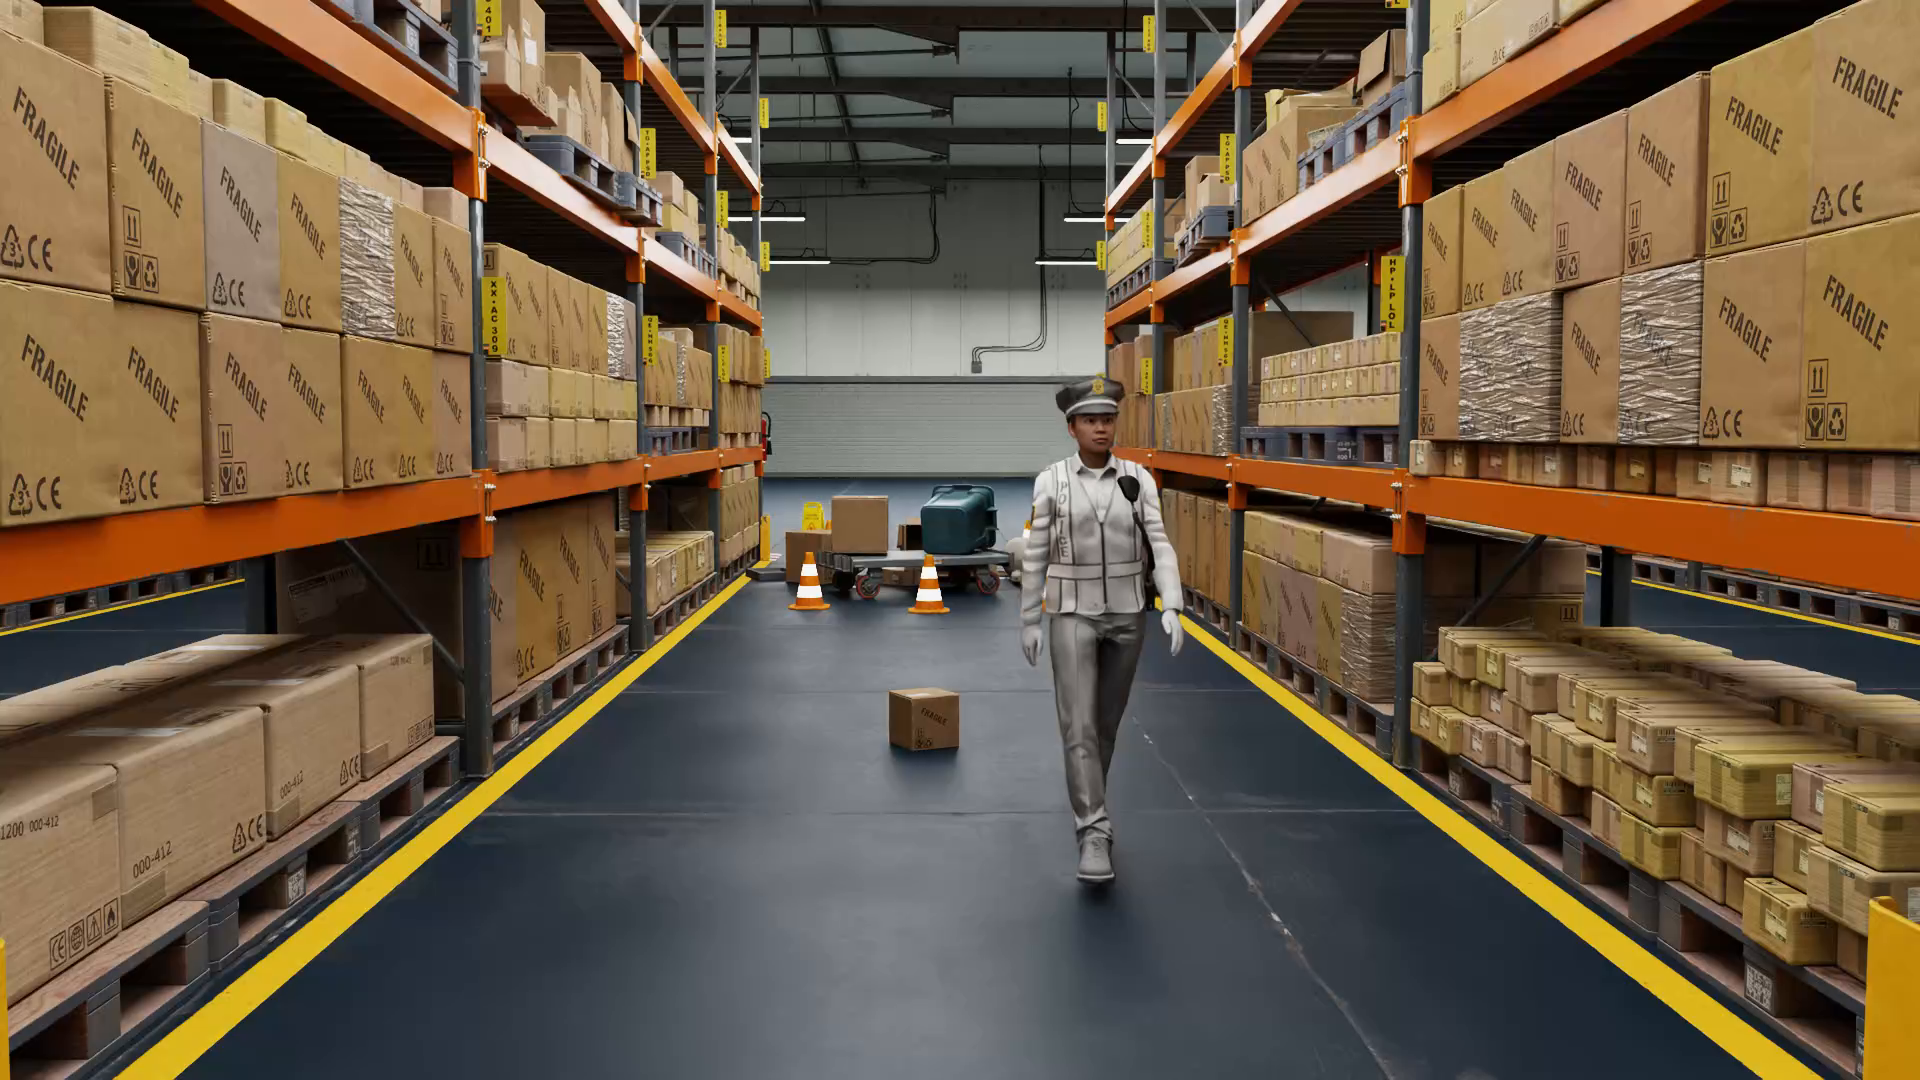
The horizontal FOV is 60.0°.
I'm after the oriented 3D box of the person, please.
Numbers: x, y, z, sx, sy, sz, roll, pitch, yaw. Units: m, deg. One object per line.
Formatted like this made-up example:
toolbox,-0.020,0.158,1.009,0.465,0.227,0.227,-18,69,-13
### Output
person,0.502,0.263,5.661,0.508,1.636,0.977,-1,4,-10
